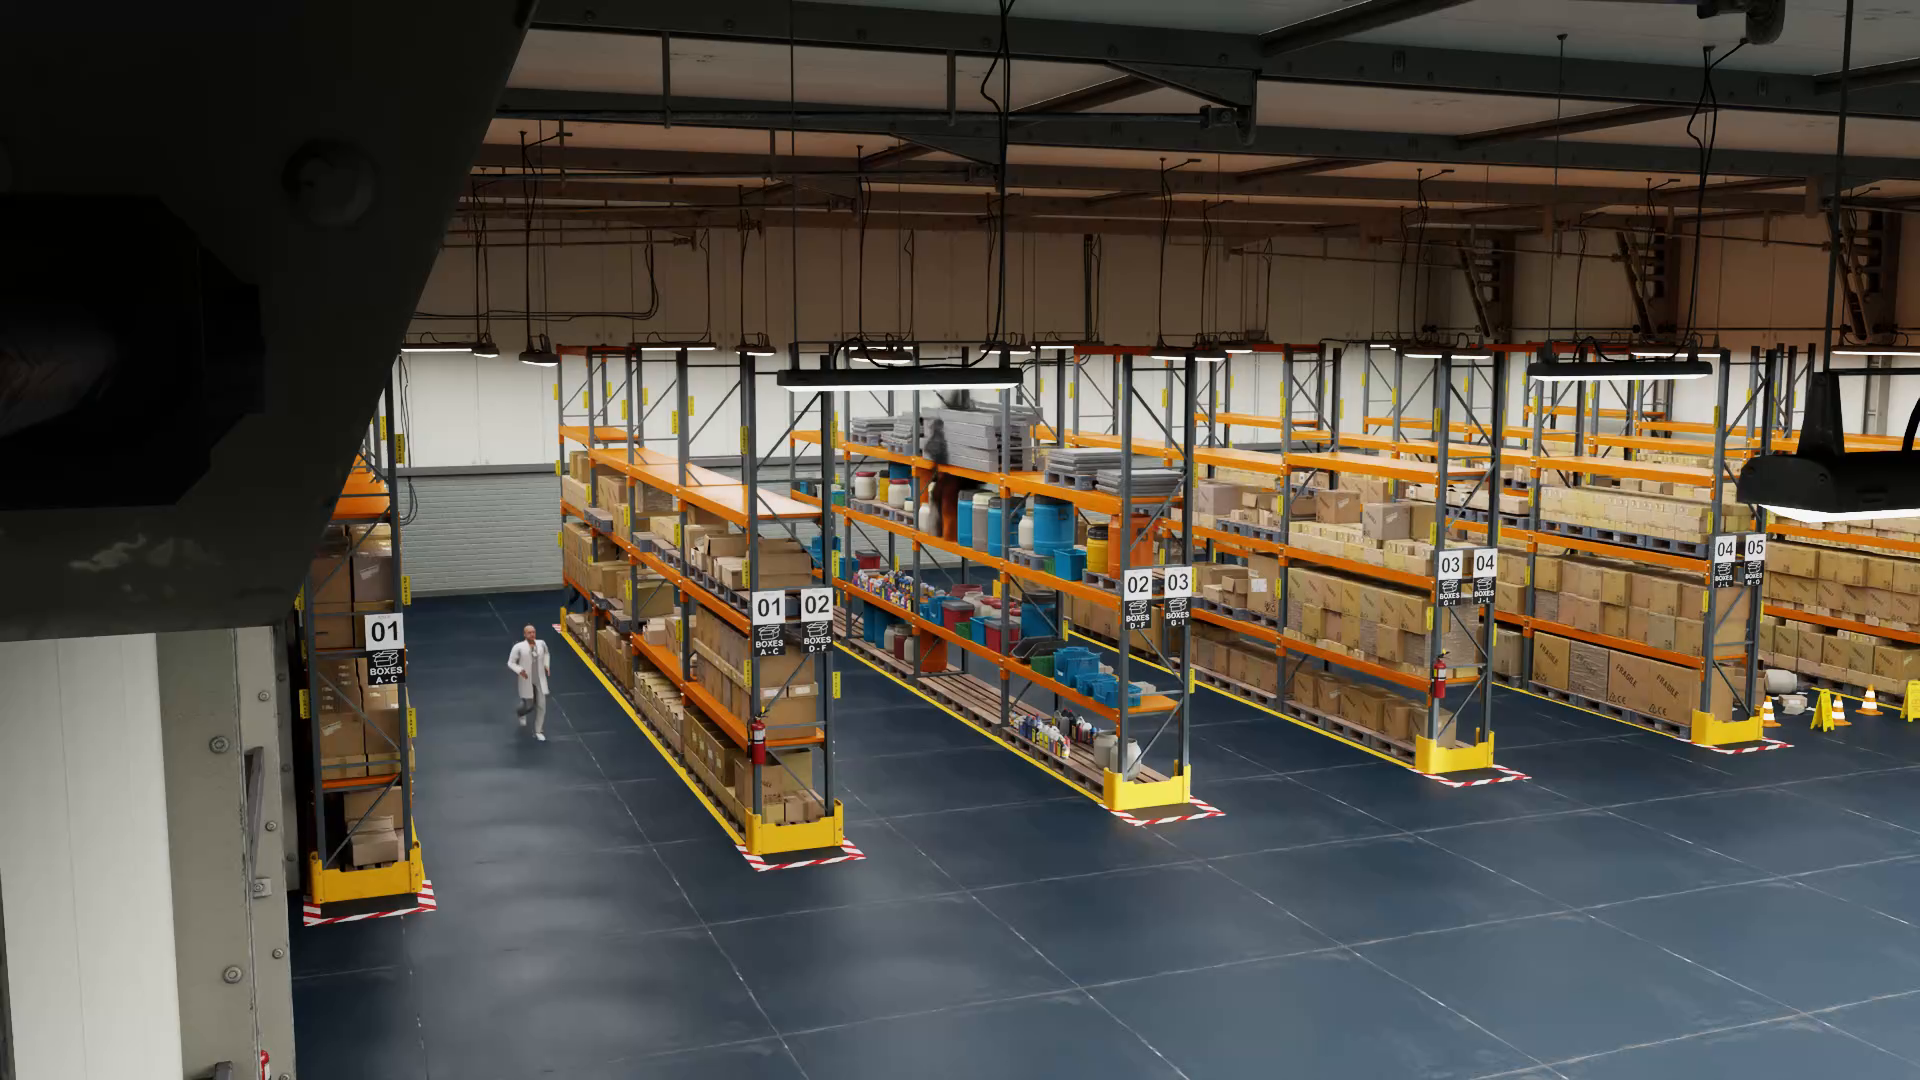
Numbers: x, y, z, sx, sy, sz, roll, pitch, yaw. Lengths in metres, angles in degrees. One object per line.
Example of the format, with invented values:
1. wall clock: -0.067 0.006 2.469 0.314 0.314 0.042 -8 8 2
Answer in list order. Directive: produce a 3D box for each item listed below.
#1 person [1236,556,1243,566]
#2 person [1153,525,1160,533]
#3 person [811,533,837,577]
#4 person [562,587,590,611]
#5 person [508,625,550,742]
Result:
1. person: 7.488 -0.060 43.497 0.632 1.853 0.778 6 9 39
2. person: 4.453 0.471 39.422 0.820 1.693 0.566 -2 7 -15
3. person: -3.429 0.516 39.865 0.986 1.625 0.617 0 7 2
4. person: -8.316 0.950 36.151 0.796 1.600 0.587 -1 7 -7
5. person: -6.651 2.194 25.819 0.712 1.764 0.918 -5 9 -34
